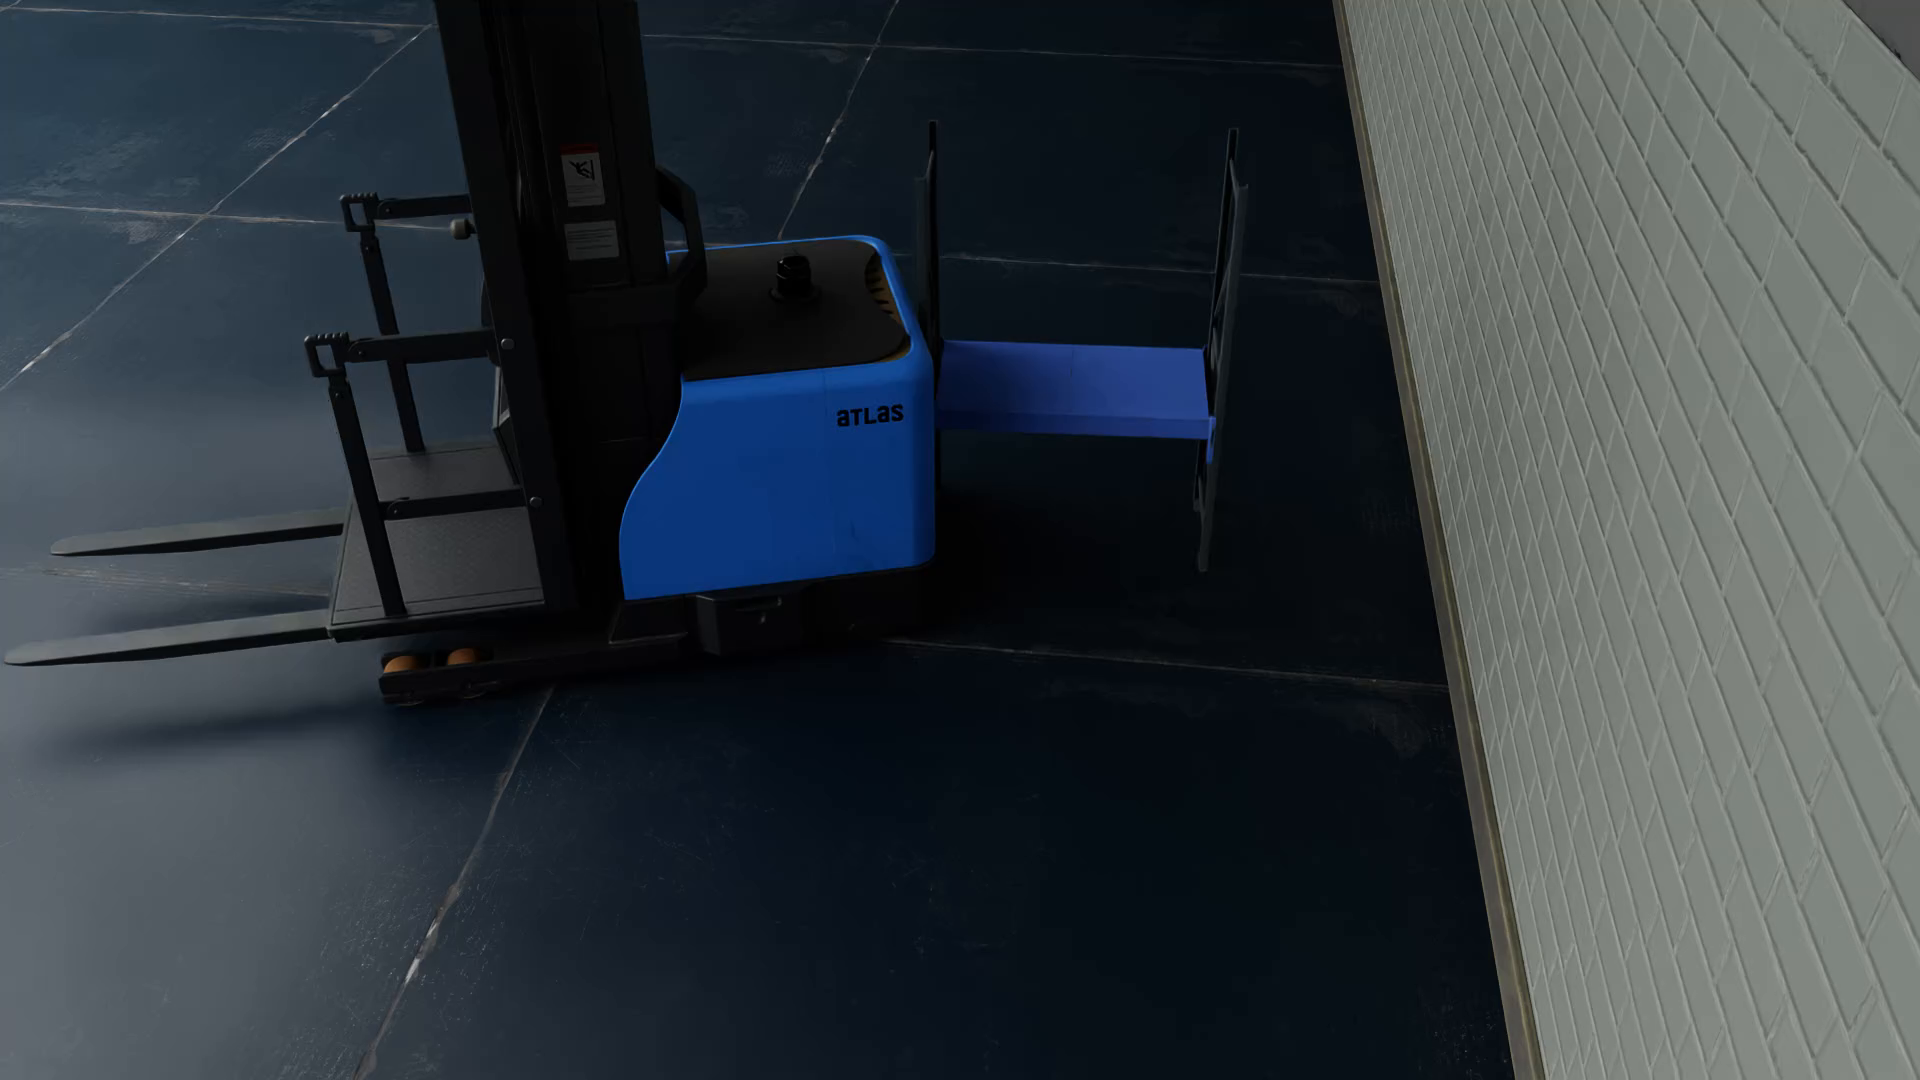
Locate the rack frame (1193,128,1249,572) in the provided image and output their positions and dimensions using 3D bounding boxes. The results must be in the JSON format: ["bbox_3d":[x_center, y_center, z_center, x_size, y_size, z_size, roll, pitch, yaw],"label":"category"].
[{"bbox_3d":[0.907,-0.638,5.853,0.032,1.500,0.500,2,36,3],"label":"rack frame"}]

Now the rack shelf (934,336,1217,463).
[{"bbox_3d":[0.400,-0.512,5.987,1.000,0.185,0.538,2,36,3],"label":"rack shelf"}]

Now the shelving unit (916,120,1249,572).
[{"bbox_3d":[0.400,-0.659,5.882,1.048,1.500,0.538,2,36,3],"label":"shelving unit"}]

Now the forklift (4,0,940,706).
[{"bbox_3d":[-1.639,-0.981,5.101,3.031,2.935,1.130,-7,36,-9],"label":"forklift"}]

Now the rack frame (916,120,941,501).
[{"bbox_3d":[-0.107,-0.680,5.912,0.032,1.500,0.500,2,36,3],"label":"rack frame"}]
